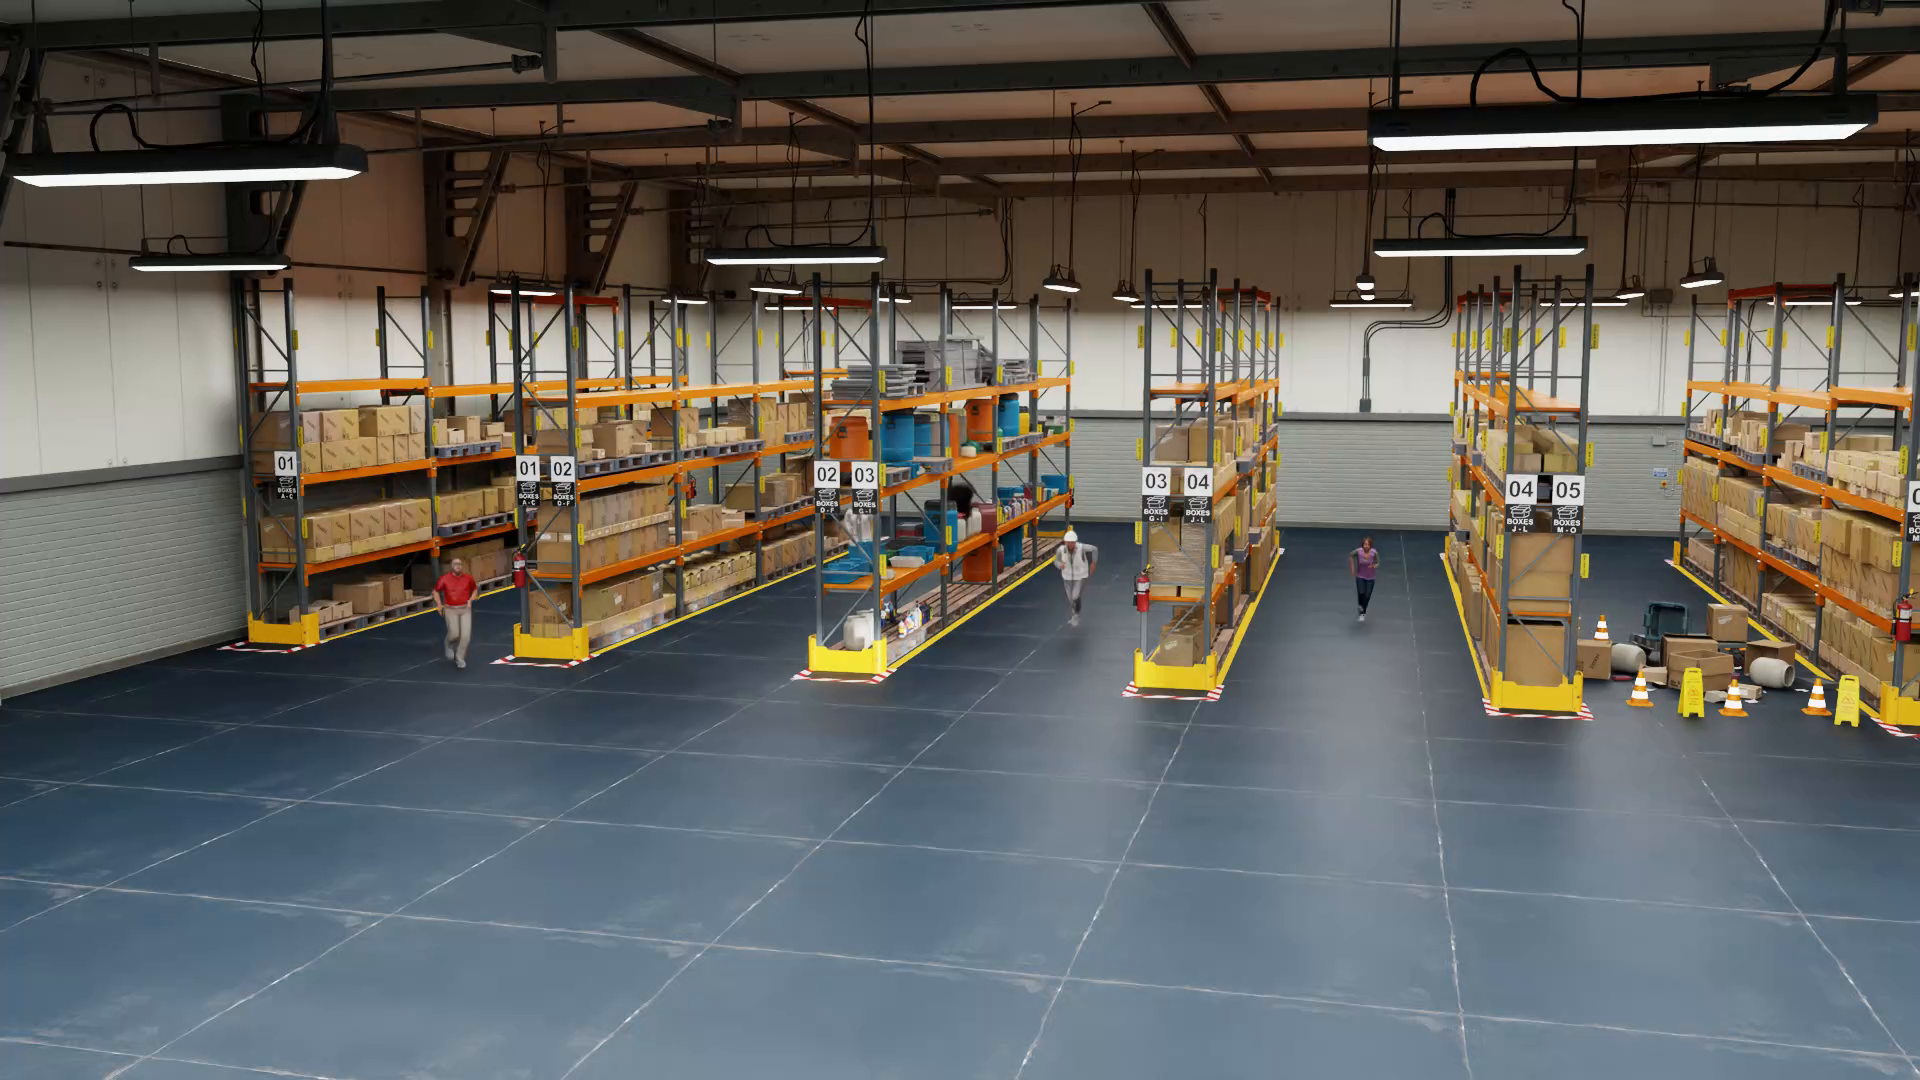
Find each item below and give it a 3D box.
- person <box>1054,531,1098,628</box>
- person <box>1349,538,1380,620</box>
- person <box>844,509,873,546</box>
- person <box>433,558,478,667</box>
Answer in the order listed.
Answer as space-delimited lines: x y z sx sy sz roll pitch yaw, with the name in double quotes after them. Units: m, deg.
1.906 0.639 27.359 0.693 1.642 0.944 2 7 15 "person"
7.197 0.702 29.604 0.525 1.525 0.730 1 7 8 "person"
-2.043 -0.076 34.556 0.704 1.424 0.795 2 7 14 "person"
-7.727 1.116 25.584 0.667 1.691 0.593 -4 8 -29 "person"
